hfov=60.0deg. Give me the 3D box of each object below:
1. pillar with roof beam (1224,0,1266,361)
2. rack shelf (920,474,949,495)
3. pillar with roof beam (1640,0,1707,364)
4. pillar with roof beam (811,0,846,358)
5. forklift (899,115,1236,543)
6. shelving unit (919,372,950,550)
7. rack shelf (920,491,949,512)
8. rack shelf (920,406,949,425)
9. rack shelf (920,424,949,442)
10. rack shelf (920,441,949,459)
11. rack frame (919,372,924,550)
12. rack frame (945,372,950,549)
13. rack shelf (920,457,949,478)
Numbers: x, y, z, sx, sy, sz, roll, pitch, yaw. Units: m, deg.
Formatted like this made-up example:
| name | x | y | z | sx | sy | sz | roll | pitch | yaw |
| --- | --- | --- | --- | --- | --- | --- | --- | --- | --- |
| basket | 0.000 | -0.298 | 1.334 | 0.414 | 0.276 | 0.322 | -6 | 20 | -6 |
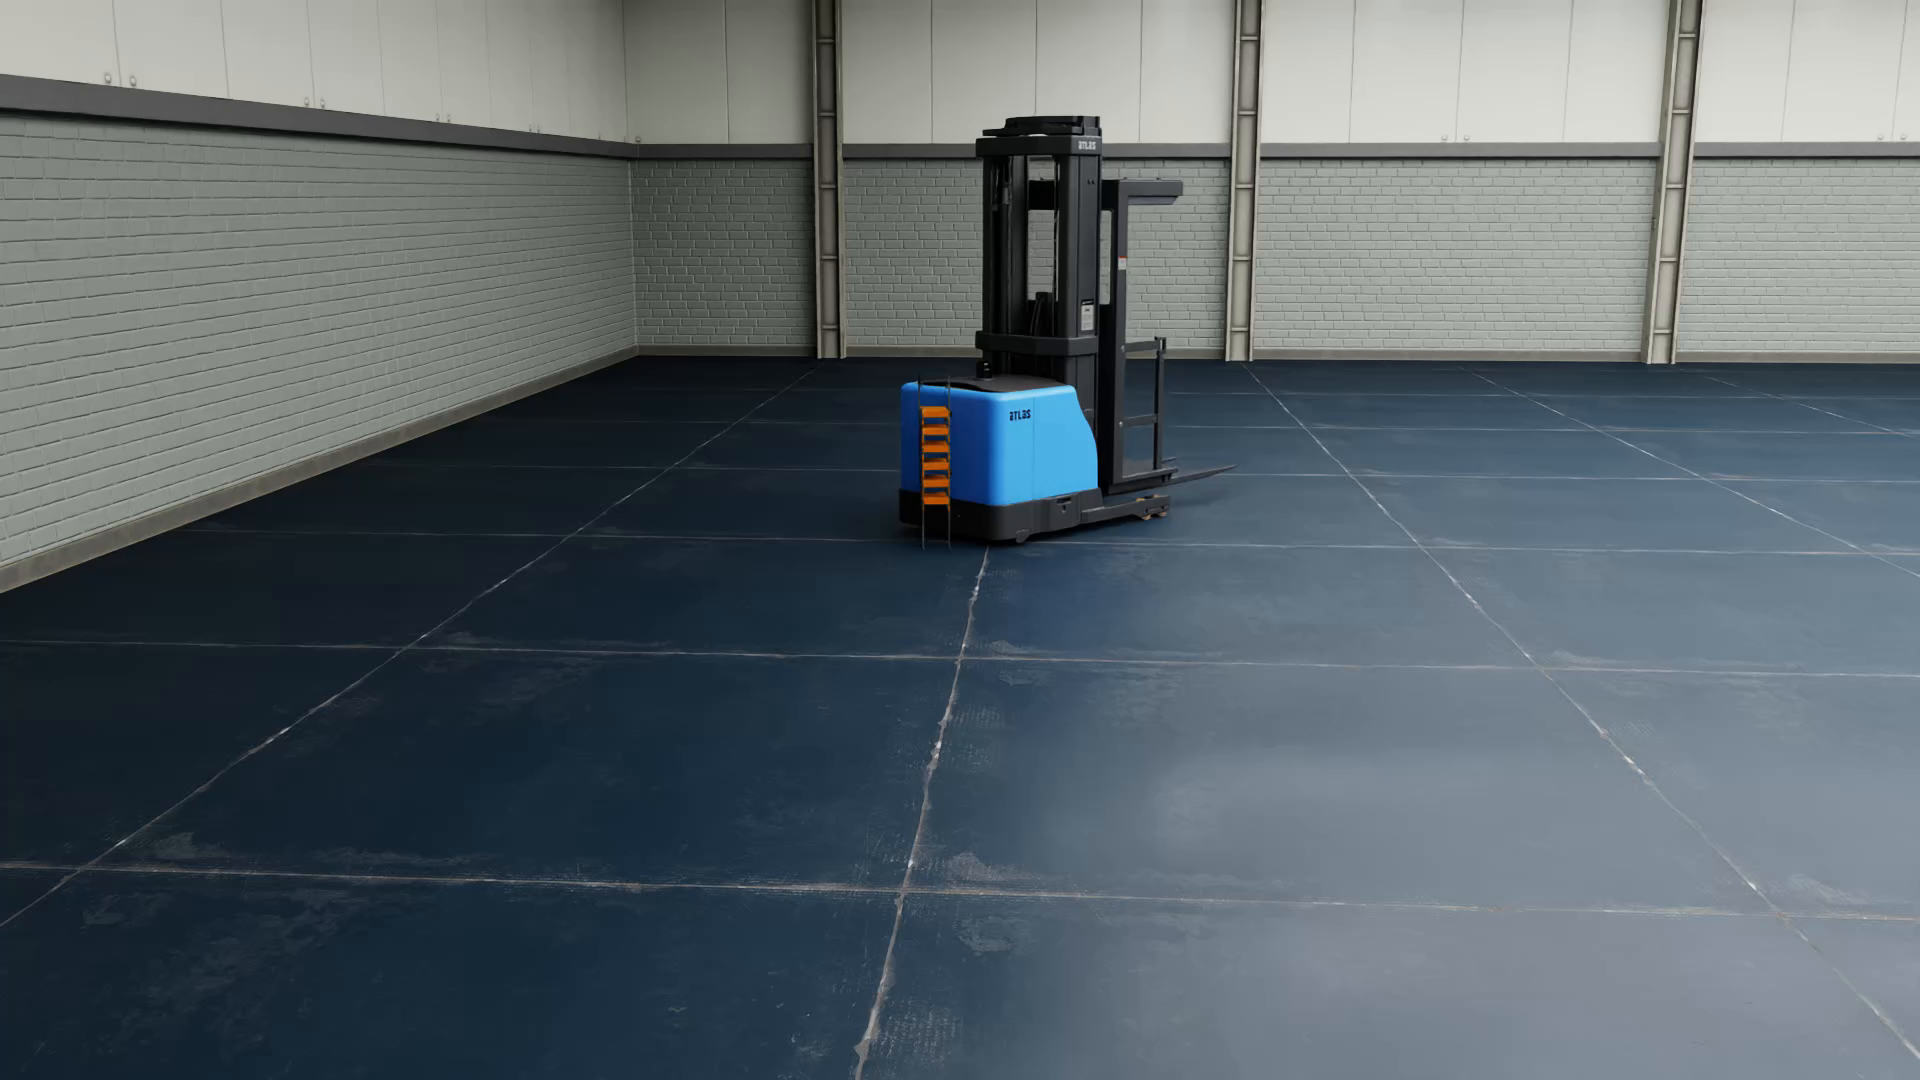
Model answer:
| name | x | y | z | sx | sy | sz | roll | pitch | yaw |
| --- | --- | --- | --- | --- | --- | --- | --- | --- | --- |
| pillar with roof beam | 3.791 | -6.166 | 19.267 | 0.400 | 9.000 | 9.100 | 1 | 12 | 4 |
| rack shelf | -0.176 | -0.385 | 11.482 | 0.180 | 0.103 | 0.258 | -1 | 12 | -6 |
| pillar with roof beam | 9.777 | -6.084 | 18.874 | 0.400 | 9.000 | 9.100 | 1 | 12 | 4 |
| pillar with roof beam | -2.196 | -6.248 | 19.659 | 0.400 | 9.000 | 9.100 | 1 | 12 | 4 |
| forklift | 0.954 | -1.649 | 12.491 | 1.130 | 2.935 | 3.031 | 11 | 16 | 44 |
| shelving unit | -0.176 | -0.546 | 11.449 | 0.189 | 1.200 | 0.258 | -1 | 12 | -6 |
| rack shelf | -0.176 | -0.268 | 11.507 | 0.180 | 0.103 | 0.258 | -1 | 12 | -6 |
| rack shelf | -0.176 | -0.855 | 11.384 | 0.180 | 0.103 | 0.258 | -1 | 12 | -6 |
| rack shelf | -0.176 | -0.738 | 11.409 | 0.180 | 0.103 | 0.258 | -1 | 12 | -6 |
| rack shelf | -0.176 | -0.620 | 11.433 | 0.180 | 0.103 | 0.258 | -1 | 12 | -6 |
| rack frame | -0.267 | -0.544 | 11.439 | 0.006 | 1.200 | 0.240 | -1 | 12 | -6 |
| rack frame | -0.085 | -0.548 | 11.459 | 0.006 | 1.200 | 0.240 | -1 | 12 | -6 |
| rack shelf | -0.176 | -0.503 | 11.458 | 0.180 | 0.103 | 0.258 | -1 | 12 | -6 |
